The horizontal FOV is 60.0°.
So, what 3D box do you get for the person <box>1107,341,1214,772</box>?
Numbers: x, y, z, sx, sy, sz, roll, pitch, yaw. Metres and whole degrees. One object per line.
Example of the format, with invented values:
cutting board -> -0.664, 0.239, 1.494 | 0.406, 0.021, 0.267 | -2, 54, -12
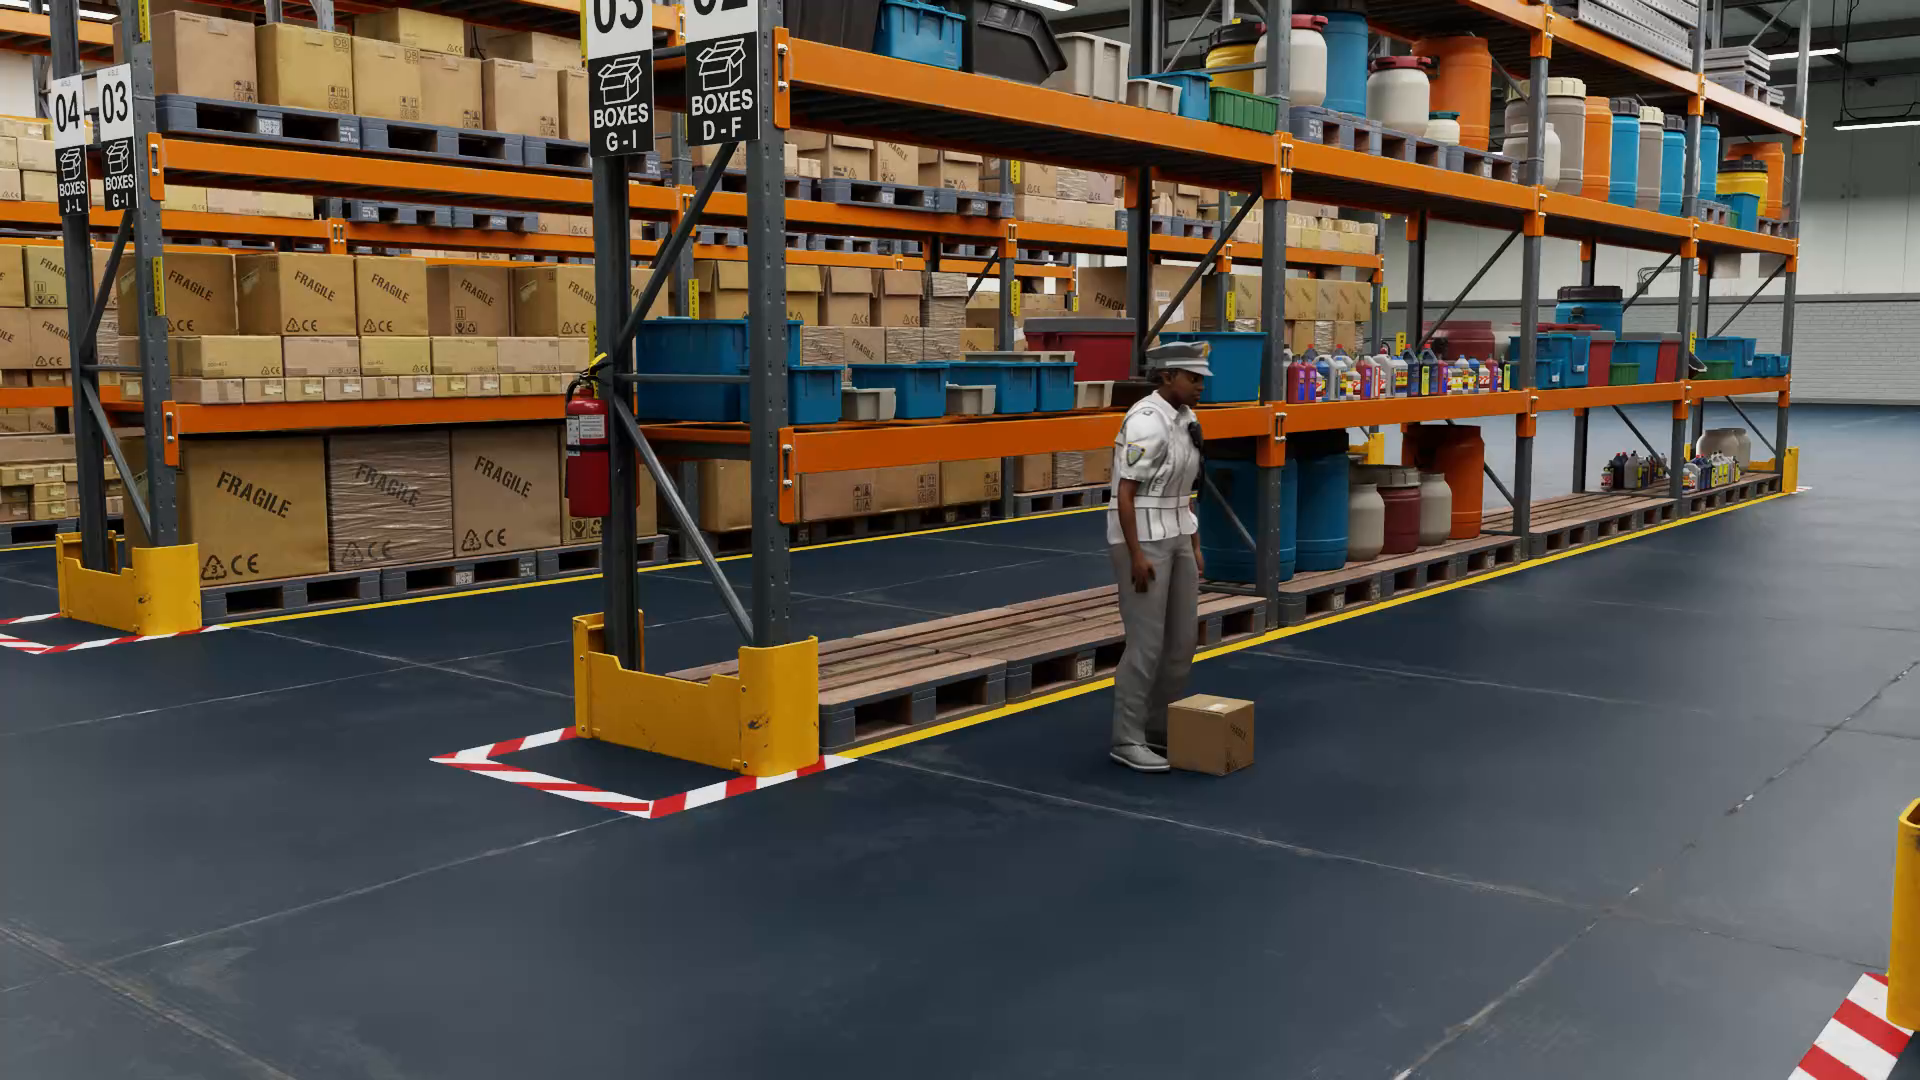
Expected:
person -> 0.794, 0.048, 6.584 | 0.393, 1.660, 0.507 | 5, 9, 39
